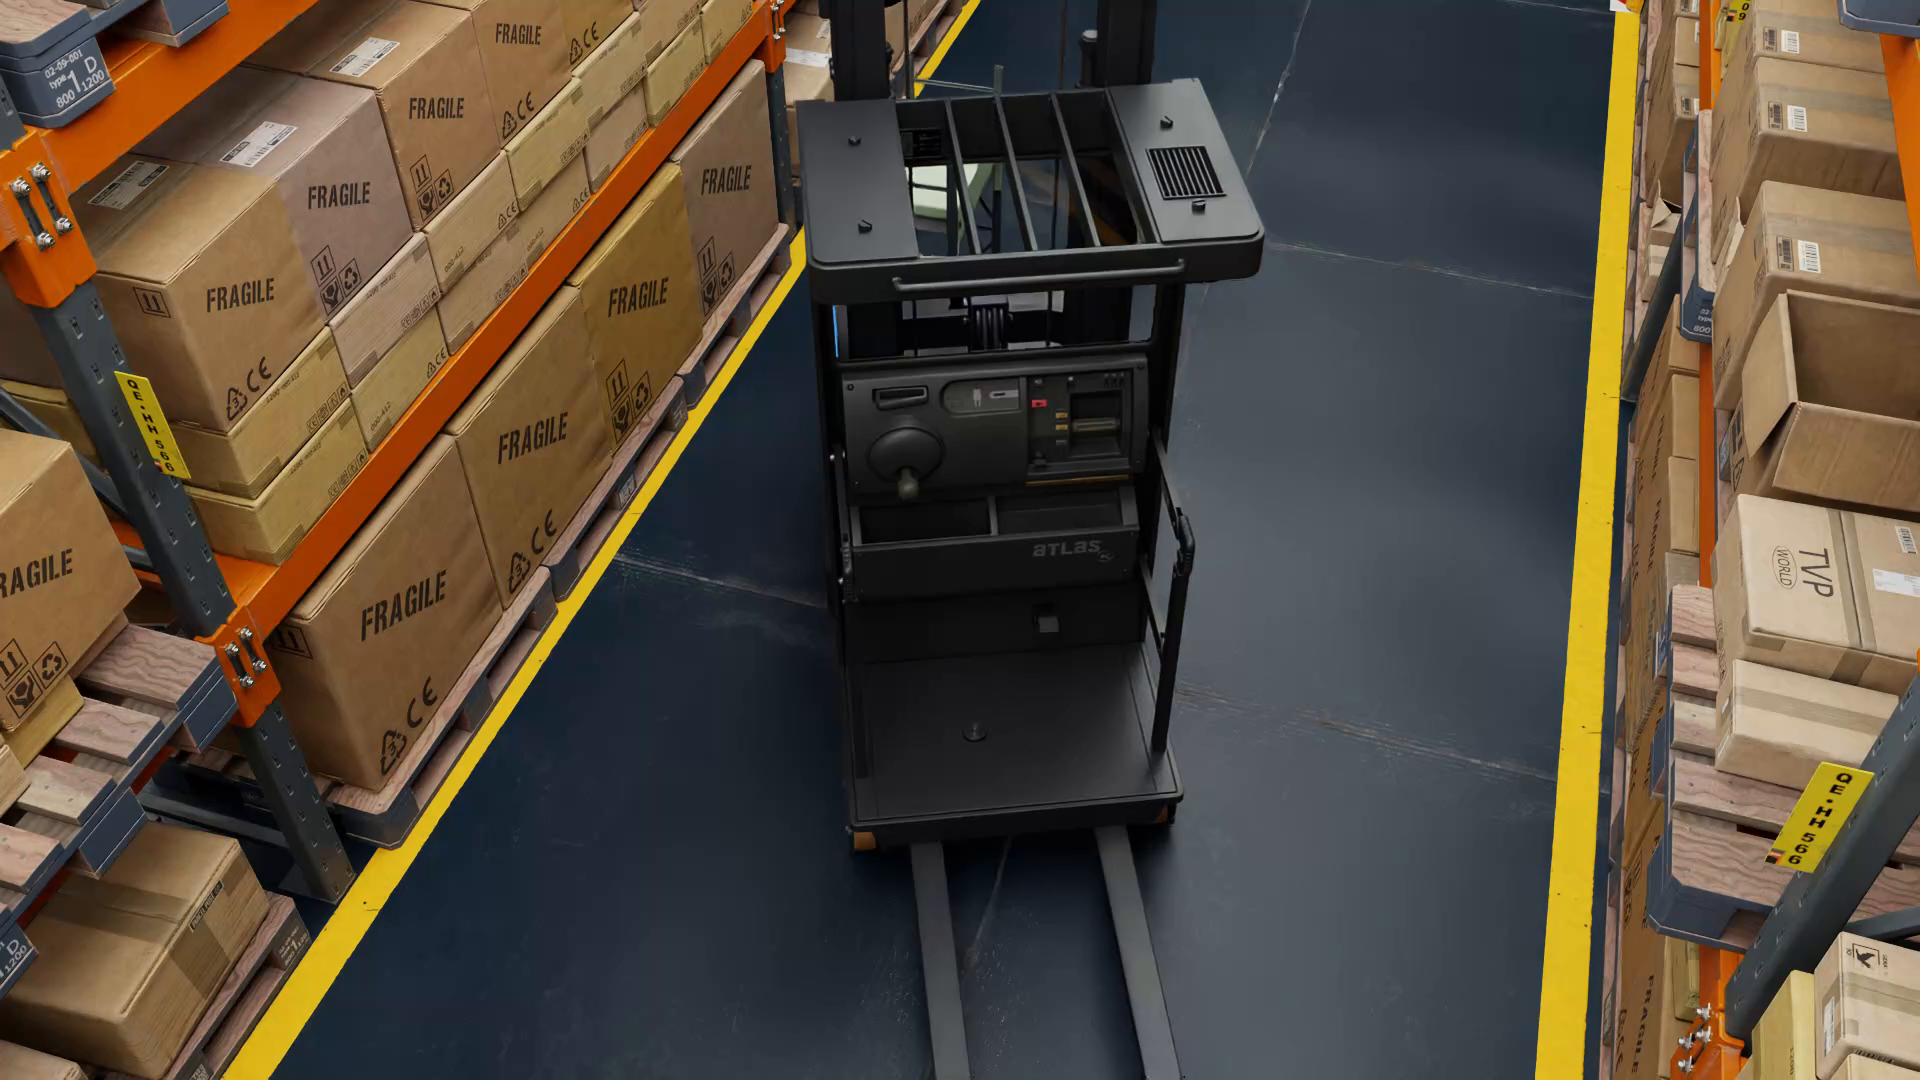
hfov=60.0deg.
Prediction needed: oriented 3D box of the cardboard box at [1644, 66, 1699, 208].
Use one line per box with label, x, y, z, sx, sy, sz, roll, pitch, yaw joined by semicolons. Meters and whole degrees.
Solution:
cardboard box;3.747;-1.904;8.038;0.700;0.500;0.500;11;45;11

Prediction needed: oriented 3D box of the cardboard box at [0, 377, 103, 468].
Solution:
cardboard box;-2.617;-0.506;4.872;0.500;0.250;0.500;12;46;12

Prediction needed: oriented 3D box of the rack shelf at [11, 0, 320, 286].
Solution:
rack shelf;-1.916;-2.153;5.175;1.077;0.370;4.000;13;46;13

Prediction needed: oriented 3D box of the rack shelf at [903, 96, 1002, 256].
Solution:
rack shelf;-0.116;-1.374;6.524;0.431;0.370;0.720;10;45;10

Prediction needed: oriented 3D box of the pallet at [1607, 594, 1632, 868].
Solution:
pallet;2.843;0.741;5.842;1.003;0.211;1.213;13;46;13

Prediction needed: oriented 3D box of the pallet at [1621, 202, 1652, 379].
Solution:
pallet;3.630;-1.083;7.706;1.003;0.211;1.213;13;46;13

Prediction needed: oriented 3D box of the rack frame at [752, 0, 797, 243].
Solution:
rack frame;-1.310;-2.671;7.335;1.000;3.000;0.127;13;46;13

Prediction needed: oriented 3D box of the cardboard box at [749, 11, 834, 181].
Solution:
cardboard box;-1.018;-2.301;8.488;0.875;0.438;0.875;12;46;12

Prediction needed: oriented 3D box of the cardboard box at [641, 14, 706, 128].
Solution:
cardboard box;-1.361;-1.926;6.680;0.500;0.250;0.500;12;46;12

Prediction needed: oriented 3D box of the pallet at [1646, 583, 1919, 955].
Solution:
pallet;2.348;0.646;4.082;1.213;0.211;1.003;13;46;13

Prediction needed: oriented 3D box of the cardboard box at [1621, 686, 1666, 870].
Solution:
cardboard box;2.451;0.779;5.296;0.500;0.500;0.500;14;46;14

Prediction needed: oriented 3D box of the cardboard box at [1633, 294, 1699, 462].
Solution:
cardboard box;3.060;-0.604;6.709;0.500;0.500;0.500;14;46;14

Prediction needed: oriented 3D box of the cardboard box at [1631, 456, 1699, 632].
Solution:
cardboard box;2.753;0.085;6.006;0.500;0.500;0.500;11;45;11

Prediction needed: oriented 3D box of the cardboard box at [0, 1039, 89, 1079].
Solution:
cardboard box;-2.918;1.653;4.495;0.950;0.372;0.625;12;46;12

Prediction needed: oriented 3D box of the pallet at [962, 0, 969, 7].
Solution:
pallet;-0.267;-3.791;10.473;1.003;0.211;1.213;13;46;13

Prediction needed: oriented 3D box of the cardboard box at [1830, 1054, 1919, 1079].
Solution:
cardboard box;1.753;1.105;2.941;0.380;0.149;0.250;13;46;13

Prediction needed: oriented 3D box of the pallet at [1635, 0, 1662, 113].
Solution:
pallet;4.369;-2.709;9.368;1.003;0.211;1.213;13;46;13

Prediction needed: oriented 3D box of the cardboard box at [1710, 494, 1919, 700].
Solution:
cardboard box;2.221;0.176;4.232;0.500;0.250;0.500;11;45;11

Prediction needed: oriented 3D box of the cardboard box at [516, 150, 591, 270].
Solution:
cardboard box;-1.685;-1.248;5.988;0.500;0.250;0.500;13;46;13

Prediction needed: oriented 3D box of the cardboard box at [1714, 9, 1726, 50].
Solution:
cardboard box;3.391;-2.155;6.987;0.380;0.149;0.250;14;46;14

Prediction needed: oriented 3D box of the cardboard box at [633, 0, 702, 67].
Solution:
cardboard box;-1.356;-2.116;6.517;0.500;0.250;0.500;14;46;13

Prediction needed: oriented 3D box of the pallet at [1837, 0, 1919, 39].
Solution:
pallet;2.846;-1.515;4.143;1.213;0.211;1.003;13;46;13

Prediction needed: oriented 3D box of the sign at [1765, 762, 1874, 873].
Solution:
sign;1.690;0.550;3.272;0.100;0.325;0.005;13;46;13

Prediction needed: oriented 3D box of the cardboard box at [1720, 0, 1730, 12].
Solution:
cardboard box;3.481;-2.403;6.955;0.500;0.250;0.500;13;46;13

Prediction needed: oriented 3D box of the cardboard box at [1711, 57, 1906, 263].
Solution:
cardboard box;2.905;-1.187;5.447;0.700;0.500;0.500;13;46;13

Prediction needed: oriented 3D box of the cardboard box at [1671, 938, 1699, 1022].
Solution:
cardboard box;2.118;1.173;4.430;0.380;0.149;0.250;10;45;11

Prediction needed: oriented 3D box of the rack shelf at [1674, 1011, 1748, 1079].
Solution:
rack shelf;1.604;2.635;2.427;1.077;0.370;4.000;13;46;13

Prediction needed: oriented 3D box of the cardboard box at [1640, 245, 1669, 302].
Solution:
cardboard box;3.310;-1.187;7.556;0.380;0.149;0.250;11;45;11

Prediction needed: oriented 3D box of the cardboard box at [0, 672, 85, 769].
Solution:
cardboard box;-2.409;0.398;4.078;0.380;0.149;0.250;13;46;13

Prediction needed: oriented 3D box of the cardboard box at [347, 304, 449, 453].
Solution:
cardboard box;-1.995;-0.570;5.295;0.500;0.250;0.500;11;46;11

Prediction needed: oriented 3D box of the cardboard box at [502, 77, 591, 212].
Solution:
cardboard box;-1.646;-1.424;5.811;0.500;0.250;0.500;13;46;13

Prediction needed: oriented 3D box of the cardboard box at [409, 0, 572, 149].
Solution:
cardboard box;-1.671;-1.684;5.540;0.500;0.500;0.500;13;46;13

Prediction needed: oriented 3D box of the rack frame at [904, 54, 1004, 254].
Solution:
rack frame;-0.026;-1.343;7.051;0.400;1.500;0.023;10;45;10

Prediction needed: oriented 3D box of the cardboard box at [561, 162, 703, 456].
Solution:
cardboard box;-1.688;-1.027;6.874;0.875;0.875;0.875;14;46;14

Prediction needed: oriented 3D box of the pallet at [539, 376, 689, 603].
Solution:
pallet;-1.840;-0.328;6.934;1.003;0.211;1.213;13;46;13

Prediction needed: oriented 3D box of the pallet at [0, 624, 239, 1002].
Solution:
pallet;-2.636;0.562;4.169;1.213;0.211;1.003;13;46;13

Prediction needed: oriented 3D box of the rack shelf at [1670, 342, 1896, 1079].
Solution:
rack shelf;2.816;-0.032;5.152;1.077;0.370;4.000;13;46;13

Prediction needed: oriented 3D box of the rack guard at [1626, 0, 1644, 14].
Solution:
rack guard;4.610;-3.344;9.810;1.175;0.500;0.348;13;46;13

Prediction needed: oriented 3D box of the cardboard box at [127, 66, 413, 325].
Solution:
cardboard box;-1.998;-1.007;4.848;0.500;0.500;0.500;13;46;13

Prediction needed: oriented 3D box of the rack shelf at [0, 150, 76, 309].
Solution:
rack shelf;-3.127;0.514;2.450;1.077;0.370;4.000;13;46;13

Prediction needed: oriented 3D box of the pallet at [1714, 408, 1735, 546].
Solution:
pallet;2.795;-0.184;4.931;1.003;0.211;1.213;13;46;13

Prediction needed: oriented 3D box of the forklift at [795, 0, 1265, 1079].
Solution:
forklift;0.139;-0.251;4.911;1.130;2.935;3.031;-4;45;-5

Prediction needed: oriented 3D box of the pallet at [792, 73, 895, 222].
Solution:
pallet;-1.006;-2.164;8.811;1.003;0.211;1.213;13;46;13

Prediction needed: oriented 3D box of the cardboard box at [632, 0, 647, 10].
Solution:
cardboard box;-1.356;-2.366;6.237;0.500;0.500;0.500;13;46;13

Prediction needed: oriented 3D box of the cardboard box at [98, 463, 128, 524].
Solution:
cardboard box;-2.616;-0.343;5.063;0.500;0.250;0.500;11;45;11

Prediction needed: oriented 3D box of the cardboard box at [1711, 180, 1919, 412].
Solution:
cardboard box;2.667;-0.664;4.912;0.700;0.500;0.500;12;46;12

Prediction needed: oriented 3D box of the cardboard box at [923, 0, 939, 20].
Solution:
cardboard box;-0.473;-3.498;9.712;0.875;0.438;0.875;14;46;14

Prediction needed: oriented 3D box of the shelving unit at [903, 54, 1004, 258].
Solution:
shelving unit;-0.116;-1.096;6.797;0.431;1.500;0.755;10;45;10

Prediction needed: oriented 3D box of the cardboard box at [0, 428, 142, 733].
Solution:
cardboard box;-2.394;0.065;3.954;0.500;0.500;0.500;11;46;11

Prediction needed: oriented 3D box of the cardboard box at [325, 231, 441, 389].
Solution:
cardboard box;-1.975;-0.759;5.131;0.500;0.250;0.500;14;46;13

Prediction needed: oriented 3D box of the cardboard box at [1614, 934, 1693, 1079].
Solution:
cardboard box;2.133;1.460;4.600;0.500;0.500;0.500;14;46;14

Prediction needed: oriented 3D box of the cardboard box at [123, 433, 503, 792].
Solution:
cardboard box;-2.233;0.162;5.659;0.875;0.875;0.875;12;46;12

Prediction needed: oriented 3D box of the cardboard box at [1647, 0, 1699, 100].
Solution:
cardboard box;4.061;-2.596;8.745;0.700;0.500;0.500;14;46;14

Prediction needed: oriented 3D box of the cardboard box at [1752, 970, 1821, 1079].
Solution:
cardboard box;1.819;1.158;3.172;0.500;0.250;0.500;12;46;12

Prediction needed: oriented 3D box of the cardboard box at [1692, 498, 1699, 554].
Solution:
cardboard box;2.723;-0.044;5.674;0.380;0.149;0.250;14;46;14
